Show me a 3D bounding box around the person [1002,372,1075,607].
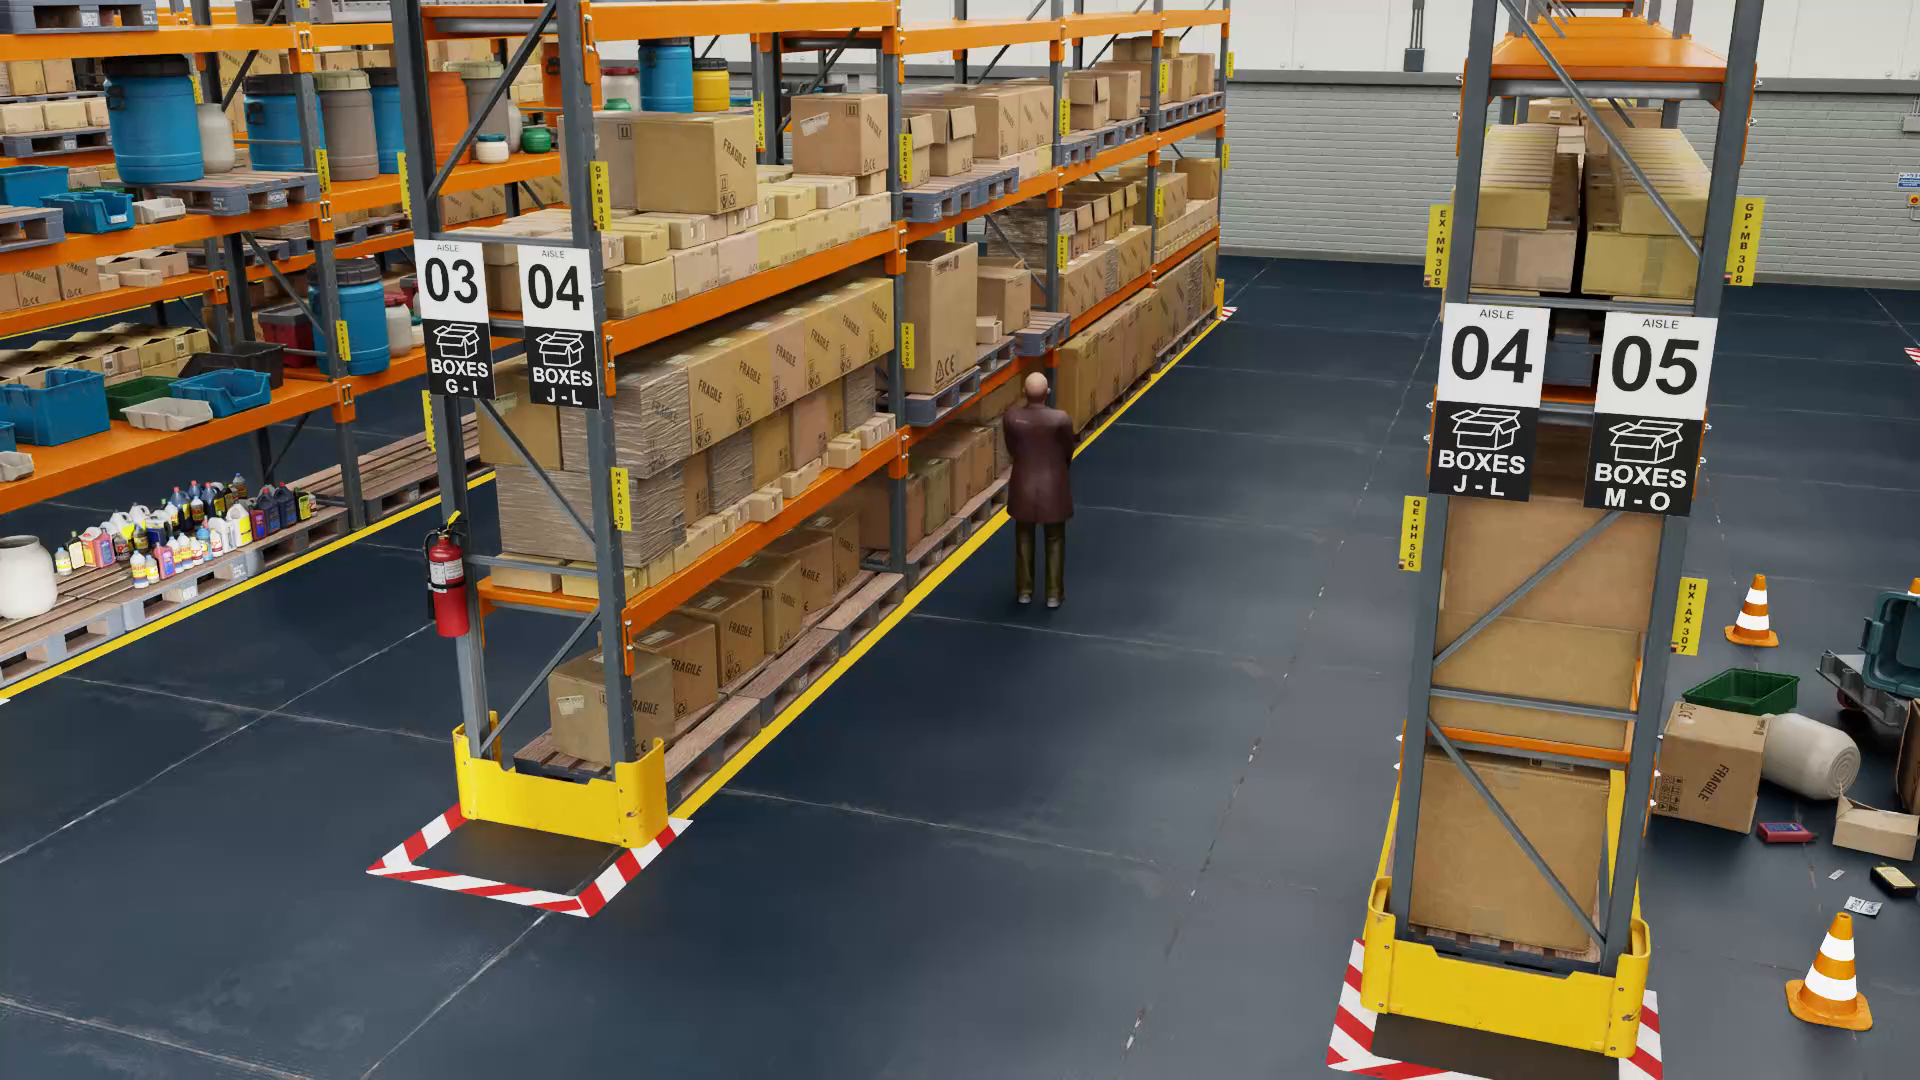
[{"bbox_3d":[0.595,-0.409,12.323,0.530,1.769,0.563,3,19,10],"label":"person"}]
